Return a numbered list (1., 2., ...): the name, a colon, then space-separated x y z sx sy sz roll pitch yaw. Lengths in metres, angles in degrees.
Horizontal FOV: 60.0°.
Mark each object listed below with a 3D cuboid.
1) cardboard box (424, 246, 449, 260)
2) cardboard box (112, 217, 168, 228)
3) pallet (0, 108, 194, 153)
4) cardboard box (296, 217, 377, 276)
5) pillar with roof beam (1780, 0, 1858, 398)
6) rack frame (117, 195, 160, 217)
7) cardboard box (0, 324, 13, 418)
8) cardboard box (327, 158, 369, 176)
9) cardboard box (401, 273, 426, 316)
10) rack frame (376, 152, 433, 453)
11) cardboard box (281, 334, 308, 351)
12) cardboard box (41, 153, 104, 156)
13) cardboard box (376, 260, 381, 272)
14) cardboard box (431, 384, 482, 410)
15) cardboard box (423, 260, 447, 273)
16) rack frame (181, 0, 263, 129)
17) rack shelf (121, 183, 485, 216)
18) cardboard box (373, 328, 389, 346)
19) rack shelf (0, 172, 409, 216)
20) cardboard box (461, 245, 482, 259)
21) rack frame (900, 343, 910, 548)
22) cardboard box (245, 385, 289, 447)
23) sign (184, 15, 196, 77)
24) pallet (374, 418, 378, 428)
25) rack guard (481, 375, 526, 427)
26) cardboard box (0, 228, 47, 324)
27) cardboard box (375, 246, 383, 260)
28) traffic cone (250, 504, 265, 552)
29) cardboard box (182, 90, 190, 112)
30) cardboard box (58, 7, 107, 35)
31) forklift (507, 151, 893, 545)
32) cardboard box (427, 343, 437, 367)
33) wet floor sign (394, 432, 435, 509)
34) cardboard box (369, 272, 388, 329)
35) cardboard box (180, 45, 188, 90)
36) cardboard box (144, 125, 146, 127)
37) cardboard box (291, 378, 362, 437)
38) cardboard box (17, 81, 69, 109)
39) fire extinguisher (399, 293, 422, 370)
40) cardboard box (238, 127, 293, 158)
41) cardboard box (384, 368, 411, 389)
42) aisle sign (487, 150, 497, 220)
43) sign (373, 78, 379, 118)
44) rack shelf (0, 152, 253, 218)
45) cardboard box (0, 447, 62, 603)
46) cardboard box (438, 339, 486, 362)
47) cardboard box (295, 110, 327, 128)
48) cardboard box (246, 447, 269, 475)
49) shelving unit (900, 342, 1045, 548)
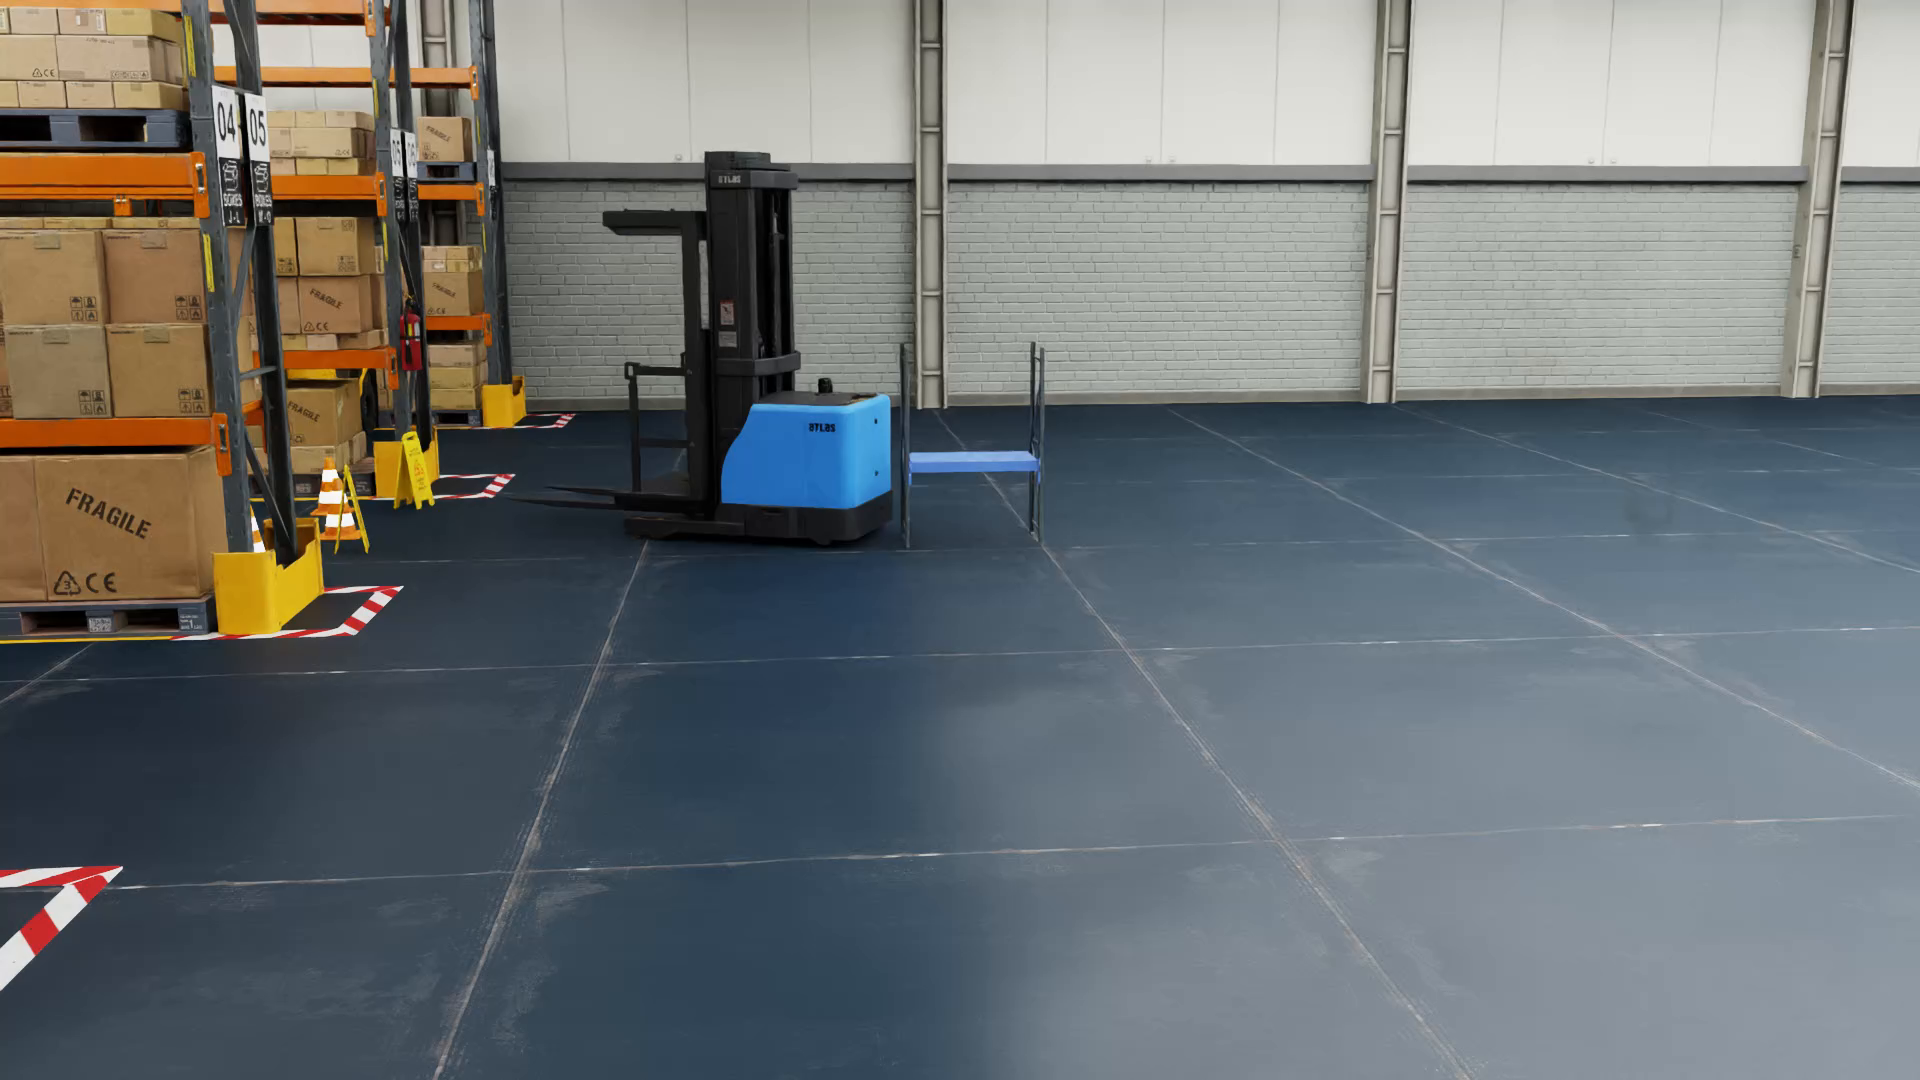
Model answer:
1. cardboard box: -6.124 -3.368 19.511 0.250 0.149 0.380 -1 11 -6
2. cardboard box: -7.004 -2.572 14.550 0.500 0.500 0.700 -1 11 -6
3. pallet: -5.110 -2.425 9.883 1.213 0.211 1.003 -1 11 -6
4. cardboard box: -5.493 -2.595 14.668 0.500 0.500 0.700 -1 11 -7
5. pillar with roof beam: 12.022 -5.565 17.846 0.400 9.000 9.100 -1 11 -6
6. rack frame: -9.525 -2.830 19.488 0.127 3.000 1.000 -1 11 -6
7. cardboard box: -5.852 -1.068 10.138 0.550 0.550 0.875 -1 11 -6
8. cardboard box: -5.333 -3.249 14.494 0.250 0.149 0.380 -1 11 -6
9. cardboard box: -6.526 -2.893 19.548 0.500 0.500 0.500 -1 11 -4
10. rack frame: -5.009 -1.962 15.070 0.127 3.000 1.000 -1 11 -6
11. cardboard box: -5.855 -1.762 14.705 0.250 0.149 0.380 -1 11 -7
12. cardboard box: -7.507 -3.400 14.226 0.500 0.250 0.500 -1 11 -6
13. cardboard box: -6.886 -3.198 19.416 0.250 0.149 0.380 -2 11 -8
14. cardboard box: -5.982 -1.700 19.778 0.500 0.250 0.500 -1 11 -6
15. cardboard box: -6.114 -3.209 19.473 0.250 0.149 0.380 -1 11 -5
16. rack frame: -4.374 -3.958 9.673 0.127 3.000 1.000 -1 11 -6
17. rack shelf: -7.537 -3.991 19.480 4.000 0.370 1.077 -1 11 -6
18. cardboard box: -5.369 -1.871 15.260 0.250 0.149 0.380 -1 11 -6
19. rack shelf: -6.997 -3.039 14.638 4.000 0.370 1.077 -1 11 -6
20. cardboard box: -5.906 -3.461 19.984 0.250 0.149 0.380 -1 11 -7
21. rack frame: -0.421 -0.727 12.679 0.032 1.500 0.500 -1 11 -6
22. cardboard box: -6.296 -1.108 14.825 0.500 0.500 0.500 -1 11 -4
23. sign: -4.329 -2.778 9.354 0.005 0.325 0.100 -1 11 -6
24. pallet: -7.514 -1.496 19.933 1.213 0.211 1.003 -1 11 -6
25. rack guard: -5.525 -1.687 20.155 0.348 0.500 1.175 -1 11 -6
26. cardboard box: -5.855 -1.603 10.057 0.550 0.550 0.875 -1 11 -6
27. cardboard box: -6.883 -3.339 19.367 0.250 0.149 0.380 -1 11 -5
28. traffic cone: -5.055 -0.031 11.826 0.334 0.463 0.336 -1 11 -6
29. cardboard box: -4.749 -2.672 10.213 0.250 0.149 0.380 -1 11 -6
30. cardboard box: -4.920 -2.932 9.468 0.250 0.149 0.380 -1 11 -6
31. forklift: -2.113 -1.536 13.082 3.031 2.935 1.130 3 12 16
32. cardboard box: -6.480 -2.180 19.627 0.500 0.250 0.500 -1 11 -5
33. wet floor sign: -4.704 -0.605 14.274 0.232 0.644 0.267 3 11 14
34. cardboard box: -5.510 -2.200 15.252 0.500 0.500 0.500 -1 11 -7
35. cardboard box: -4.881 -2.853 10.098 0.500 0.250 0.500 -1 11 -6
36. cardboard box: -6.834 -3.599 14.209 0.250 0.149 0.380 -1 11 -5
37. cardboard box: -5.864 -1.222 15.404 0.500 0.500 0.500 -2 11 -8
38. cardboard box: -5.174 -2.536 9.517 0.250 0.149 0.380 -1 11 -5
39. fire extinguisher: -4.845 -1.838 14.640 0.183 0.674 0.296 -1 11 -6
40. cardboard box: -5.990 -3.436 14.410 0.500 0.250 0.500 -1 11 -7
41. cardboard box: -6.498 -1.937 19.689 0.500 0.250 0.500 -1 11 -7
42. aisle sign: -5.452 -4.134 19.381 0.004 0.787 0.394 -1 11 -6
43. sign: -4.969 -3.761 14.152 0.005 0.325 0.100 -1 11 -6
44. rack shelf: -6.362 -2.092 9.820 4.000 0.370 1.077 -1 11 -6
45. cardboard box: -5.915 -0.132 10.185 0.875 0.875 0.875 -1 11 -7
46. cardboard box: -6.047 -2.287 20.174 0.500 0.250 0.500 -1 11 -7
47. cardboard box: -5.574 -3.640 14.414 0.250 0.149 0.380 -1 11 -5
48. cardboard box: -6.299 -0.741 14.899 0.500 0.250 0.500 -1 11 -6
49. shelving unit: 0.085 -0.738 12.732 1.048 1.500 0.538 -1 11 -6
